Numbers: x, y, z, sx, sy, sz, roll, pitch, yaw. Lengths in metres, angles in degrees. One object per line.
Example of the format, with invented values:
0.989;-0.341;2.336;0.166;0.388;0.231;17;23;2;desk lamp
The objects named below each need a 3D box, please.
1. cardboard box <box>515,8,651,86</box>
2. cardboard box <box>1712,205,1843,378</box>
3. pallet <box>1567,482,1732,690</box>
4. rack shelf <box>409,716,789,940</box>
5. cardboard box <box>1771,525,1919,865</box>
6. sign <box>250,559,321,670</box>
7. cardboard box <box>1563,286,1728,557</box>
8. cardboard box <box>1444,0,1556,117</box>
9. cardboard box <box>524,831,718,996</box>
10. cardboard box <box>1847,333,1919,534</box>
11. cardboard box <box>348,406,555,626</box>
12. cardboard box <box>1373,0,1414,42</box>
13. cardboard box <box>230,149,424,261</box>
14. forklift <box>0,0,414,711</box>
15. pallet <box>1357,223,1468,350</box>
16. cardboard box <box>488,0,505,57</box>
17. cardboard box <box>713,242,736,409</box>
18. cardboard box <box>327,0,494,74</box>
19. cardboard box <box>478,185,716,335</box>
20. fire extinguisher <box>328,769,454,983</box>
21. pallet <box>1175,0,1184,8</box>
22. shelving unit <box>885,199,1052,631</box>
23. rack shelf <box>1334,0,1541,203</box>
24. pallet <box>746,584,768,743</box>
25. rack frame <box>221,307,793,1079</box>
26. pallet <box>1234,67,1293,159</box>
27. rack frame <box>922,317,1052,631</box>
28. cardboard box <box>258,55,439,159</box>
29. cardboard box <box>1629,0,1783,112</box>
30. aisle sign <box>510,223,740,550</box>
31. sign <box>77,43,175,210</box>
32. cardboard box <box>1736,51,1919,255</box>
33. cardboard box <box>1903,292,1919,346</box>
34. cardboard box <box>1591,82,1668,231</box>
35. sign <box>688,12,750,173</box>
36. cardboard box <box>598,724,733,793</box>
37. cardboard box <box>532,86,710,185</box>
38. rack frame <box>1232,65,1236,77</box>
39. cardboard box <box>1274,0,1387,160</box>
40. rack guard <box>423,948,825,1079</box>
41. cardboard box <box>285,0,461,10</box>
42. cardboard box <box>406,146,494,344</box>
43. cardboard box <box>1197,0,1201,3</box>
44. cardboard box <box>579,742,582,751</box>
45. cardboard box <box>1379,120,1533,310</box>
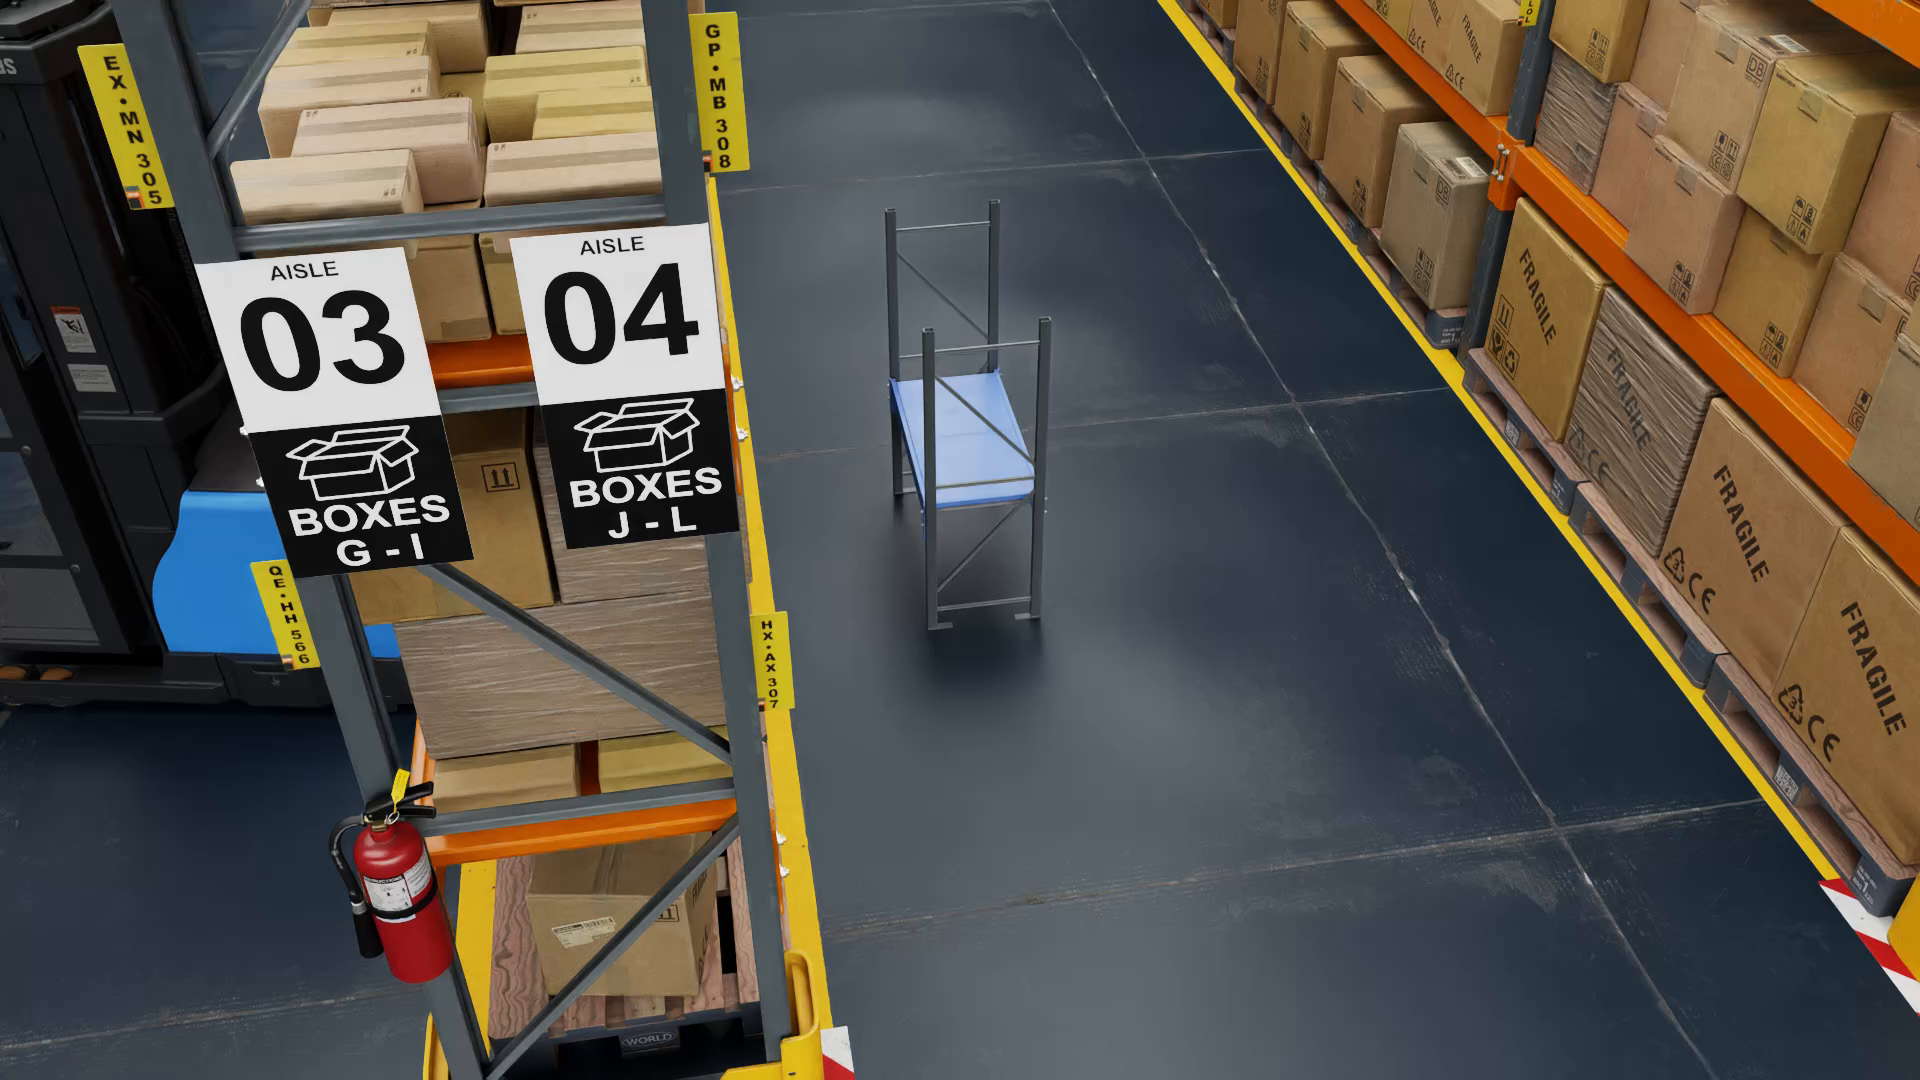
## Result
-0.925;-1.242;4.256;0.380;0.149;0.250;-5;38;-6;cardboard box
3.554;-1.037;6.518;0.875;0.550;0.500;-6;38;-8;cardboard box
3.462;0.130;7.411;1.003;0.211;1.213;-6;38;-8;pallet
-1.361;-0.213;6.166;1.077;0.370;4.000;-6;38;-8;rack shelf
3.706;0.509;6.039;0.875;0.875;0.875;-6;38;-8;cardboard box
-1.561;0.176;3.877;0.100;0.325;0.005;-6;38;-8;sign
3.392;-0.573;7.432;0.875;0.875;0.875;-6;38;-8;cardboard box
2.834;-2.504;8.446;0.500;0.500;0.500;-6;38;-8;cardboard box
-1.104;1.153;5.516;0.500;0.500;0.500;0;38;1;cardboard box
3.662;-0.370;5.659;0.875;0.550;0.550;-6;38;-8;cardboard box
-1.351;-0.147;4.355;0.500;0.500;0.500;-6;38;-8;cardboard box
2.657;-3.114;9.232;0.500;0.500;0.500;-6;38;-7;cardboard box
-1.367;-0.706;3.566;0.380;0.149;0.250;-6;38;-8;cardboard box
-3.601;-0.792;6.380;3.031;2.935;1.130;2;38;2;forklift
2.979;-1.534;9.553;1.003;0.211;1.213;-6;38;-8;pallet
-1.517;-1.290;4.643;0.500;0.250;0.500;-5;38;-7;cardboard box
-0.920;-0.505;4.817;0.500;0.500;0.500;-6;38;-8;cardboard box
-1.441;-1.341;4.384;0.380;0.149;0.250;-6;38;-7;cardboard box
-0.841;-0.733;3.926;0.500;0.250;0.500;-5;38;-7;cardboard box
-1.444;0.860;4.261;0.296;0.674;0.183;-6;38;-8;fire extinguisher
2.141;-4.700;13.628;1.003;0.211;1.213;-6;38;-8;pallet
0.015;-0.541;7.224;0.538;1.500;1.048;-6;38;-8;shelving unit
2.838;-3.102;9.884;1.077;0.370;4.000;-6;38;-8;rack shelf
-1.342;0.536;6.888;1.003;0.211;1.213;-6;38;-8;pallet
-1.011;0.711;4.390;1.000;3.000;0.127;-6;38;-8;rack frame
2.552;-3.008;11.450;1.003;0.211;1.213;-6;38;-8;pallet
0.104;-0.234;6.828;0.500;1.500;0.032;-6;38;-8;rack frame
-1.453;-1.029;3.982;0.380;0.149;0.250;-8;39;-10;cardboard box
3.430;-2.117;7.028;0.875;0.550;0.550;-6;38;-8;cardboard box
-0.705;-0.311;3.586;0.394;0.787;0.004;-6;38;-8;aisle sign
-1.561;-0.776;3.137;0.100;0.325;0.005;-6;38;-8;sign
3.490;-1.457;6.178;0.875;0.550;0.500;-6;38;-8;cardboard box
3.676;-0.798;5.330;0.875;0.550;0.550;-6;38;-8;cardboard box
3.384;-1.686;7.352;0.875;0.550;0.550;-6;38;-8;cardboard box
-0.477;-0.877;3.277;0.100;0.325;0.005;-6;38;-8;sign
-0.826;0.612;4.722;0.380;0.149;0.250;-6;38;-8;cardboard box
-0.782;-0.930;3.855;0.380;0.149;0.250;-5;38;-7;cardboard box
2.487;-4.594;11.218;1.000;3.000;0.127;-6;38;-8;rack frame
2.662;-2.966;10.614;1.050;0.750;0.750;-6;38;-7;cardboard box
-1.024;1.652;5.216;1.175;0.500;0.348;-6;38;-8;rack guard
-1.532;-1.737;4.365;0.500;0.500;0.500;-6;38;-8;cardboard box
-1.345;-0.678;3.856;0.500;0.250;0.500;-5;38;-7;cardboard box
2.027;-4.456;12.736;0.500;0.500;0.500;-5;38;-6;cardboard box
-1.307;0.509;4.855;0.380;0.149;0.250;-6;38;-8;cardboard box
2.991;-1.820;9.140;1.050;0.750;0.750;-6;38;-8;cardboard box
